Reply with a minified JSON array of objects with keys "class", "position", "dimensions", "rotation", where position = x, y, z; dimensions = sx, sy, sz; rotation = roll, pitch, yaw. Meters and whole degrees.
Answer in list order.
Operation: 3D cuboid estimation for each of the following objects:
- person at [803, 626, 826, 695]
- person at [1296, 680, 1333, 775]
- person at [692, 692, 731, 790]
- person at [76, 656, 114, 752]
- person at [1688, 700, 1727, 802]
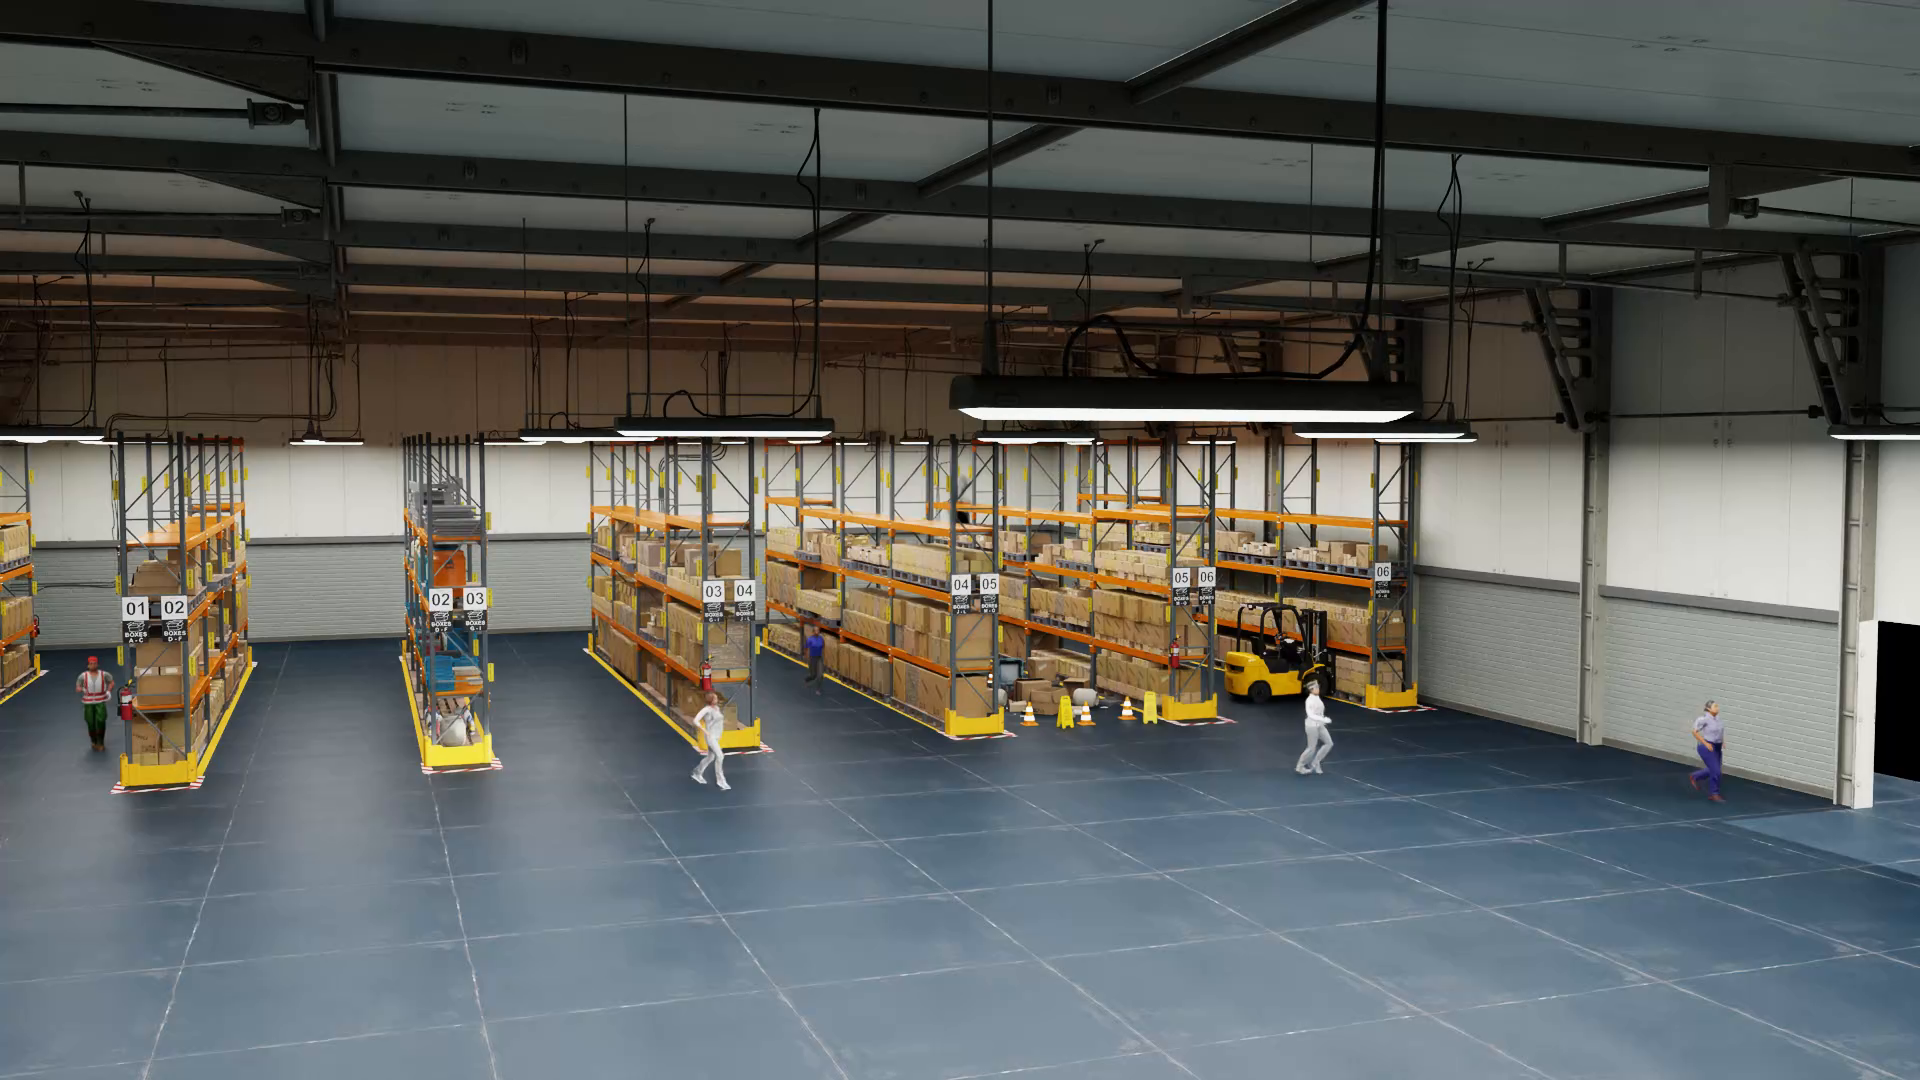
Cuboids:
[{"class":"person","position":[-3.382,2.787,38.659],"dimensions":[0.558,1.608,0.592],"rotation":[-2,4,-28]},{"class":"person","position":[6.210,3.275,29.094],"dimensions":[0.644,1.685,0.619],"rotation":[2,4,30]},{"class":"person","position":[-4.176,3.359,27.918],"dimensions":[0.733,1.625,0.530],"rotation":[1,3,15]},{"class":"person","position":[-16.293,3.098,31.300],"dimensions":[0.613,1.809,0.681],"rotation":[-1,3,-24]},{"class":"person","position":[12.203,3.421,27.165],"dimensions":[0.617,1.633,0.732],"rotation":[-2,4,-34]}]
